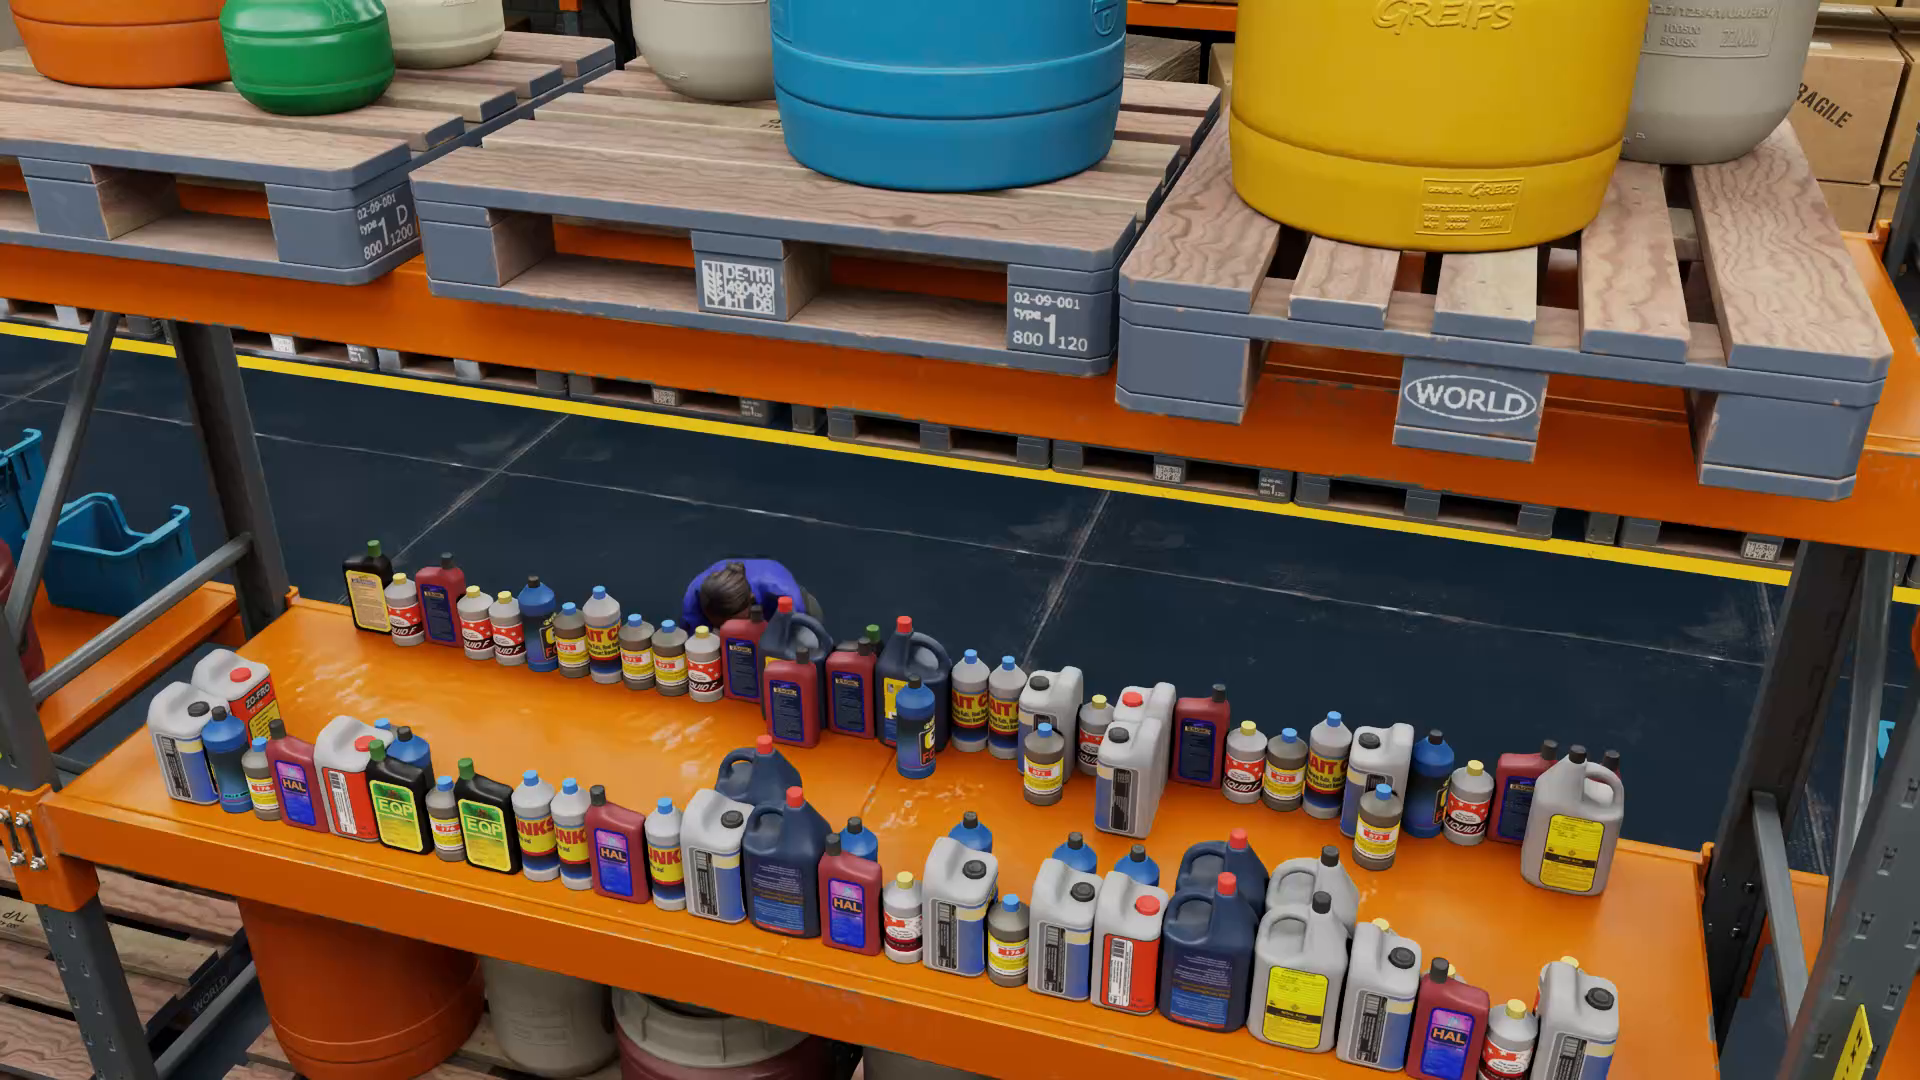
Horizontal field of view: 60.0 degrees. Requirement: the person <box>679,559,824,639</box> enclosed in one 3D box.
[{"bbox_3d":[-0.728,0.428,6.002,0.488,1.046,0.755,9,31,15],"label":"person"}]
